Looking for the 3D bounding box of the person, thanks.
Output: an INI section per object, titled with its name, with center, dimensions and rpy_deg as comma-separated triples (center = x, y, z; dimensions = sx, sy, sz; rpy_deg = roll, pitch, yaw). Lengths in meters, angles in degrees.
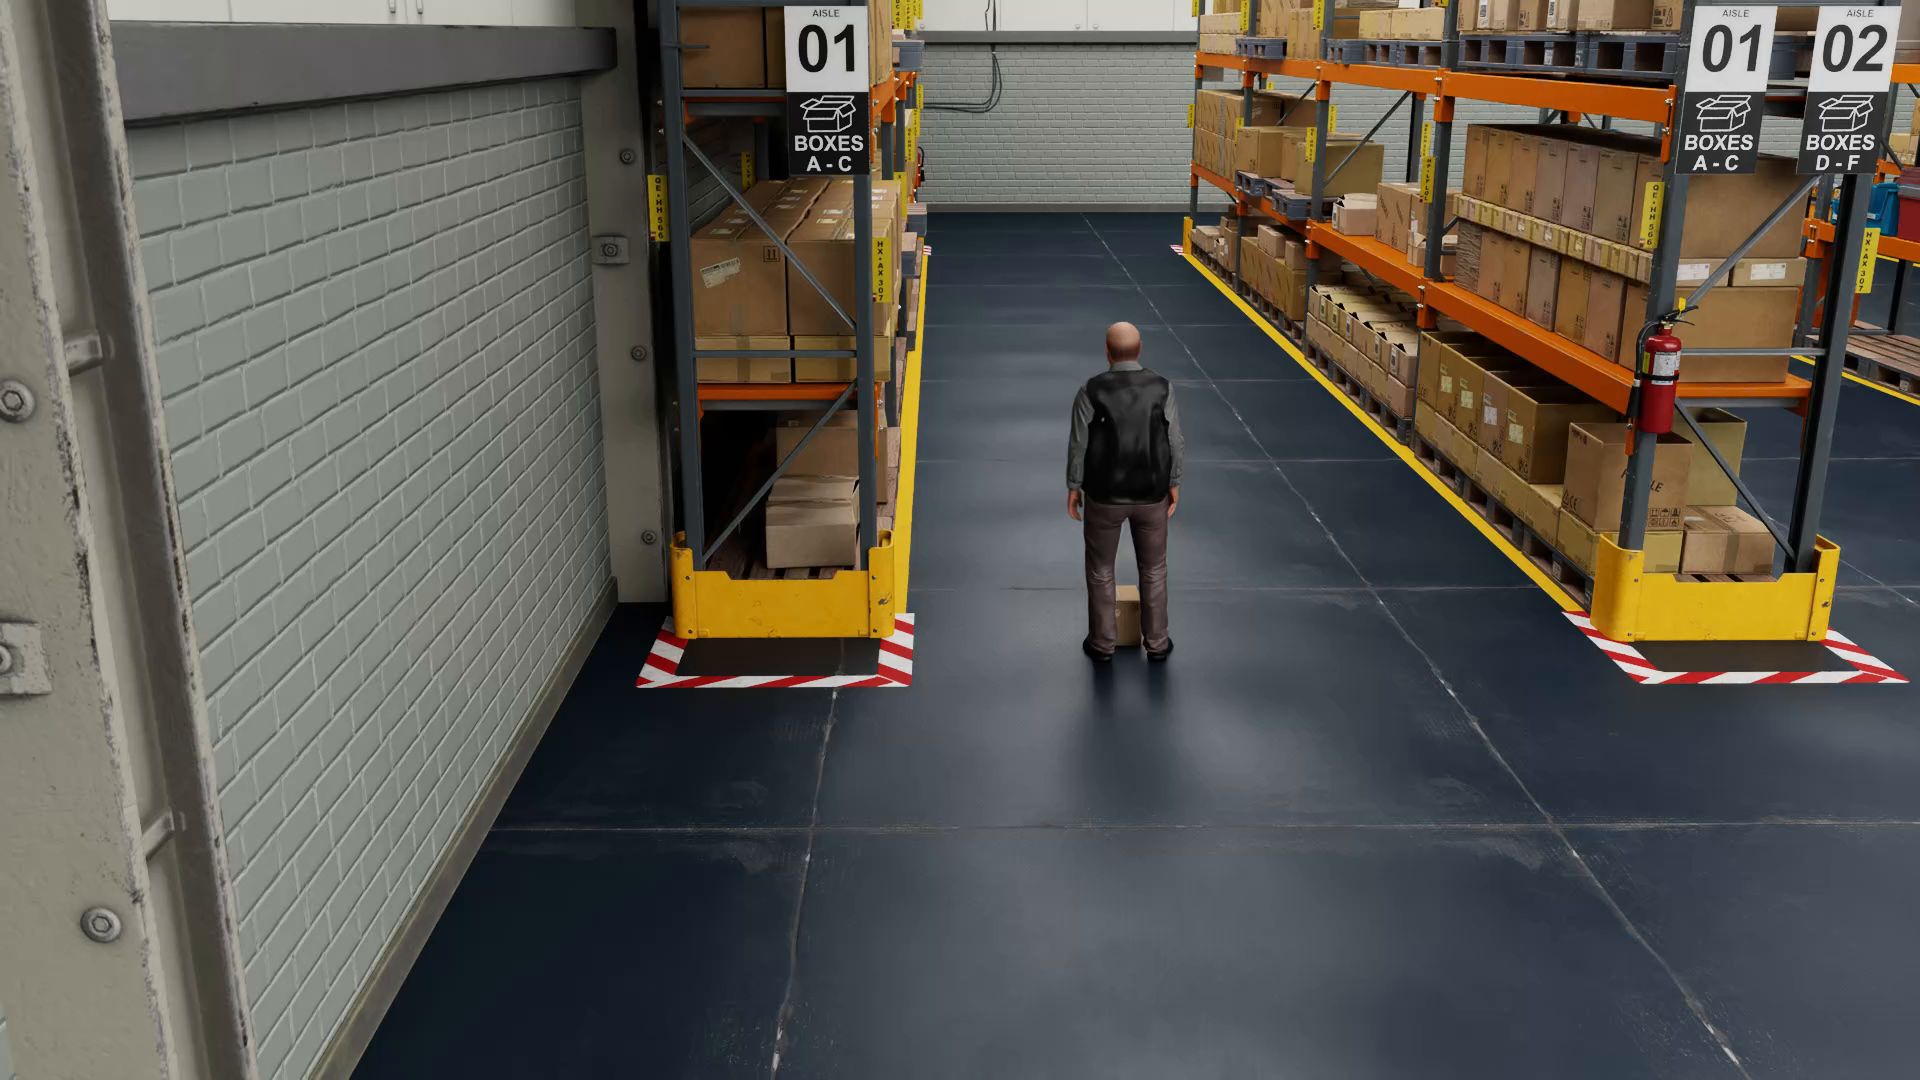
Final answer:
[person]
center = 0.824, -0.222, 8.311
dimensions = 0.594, 1.721, 0.416
rpy_deg = -1, 17, -4
